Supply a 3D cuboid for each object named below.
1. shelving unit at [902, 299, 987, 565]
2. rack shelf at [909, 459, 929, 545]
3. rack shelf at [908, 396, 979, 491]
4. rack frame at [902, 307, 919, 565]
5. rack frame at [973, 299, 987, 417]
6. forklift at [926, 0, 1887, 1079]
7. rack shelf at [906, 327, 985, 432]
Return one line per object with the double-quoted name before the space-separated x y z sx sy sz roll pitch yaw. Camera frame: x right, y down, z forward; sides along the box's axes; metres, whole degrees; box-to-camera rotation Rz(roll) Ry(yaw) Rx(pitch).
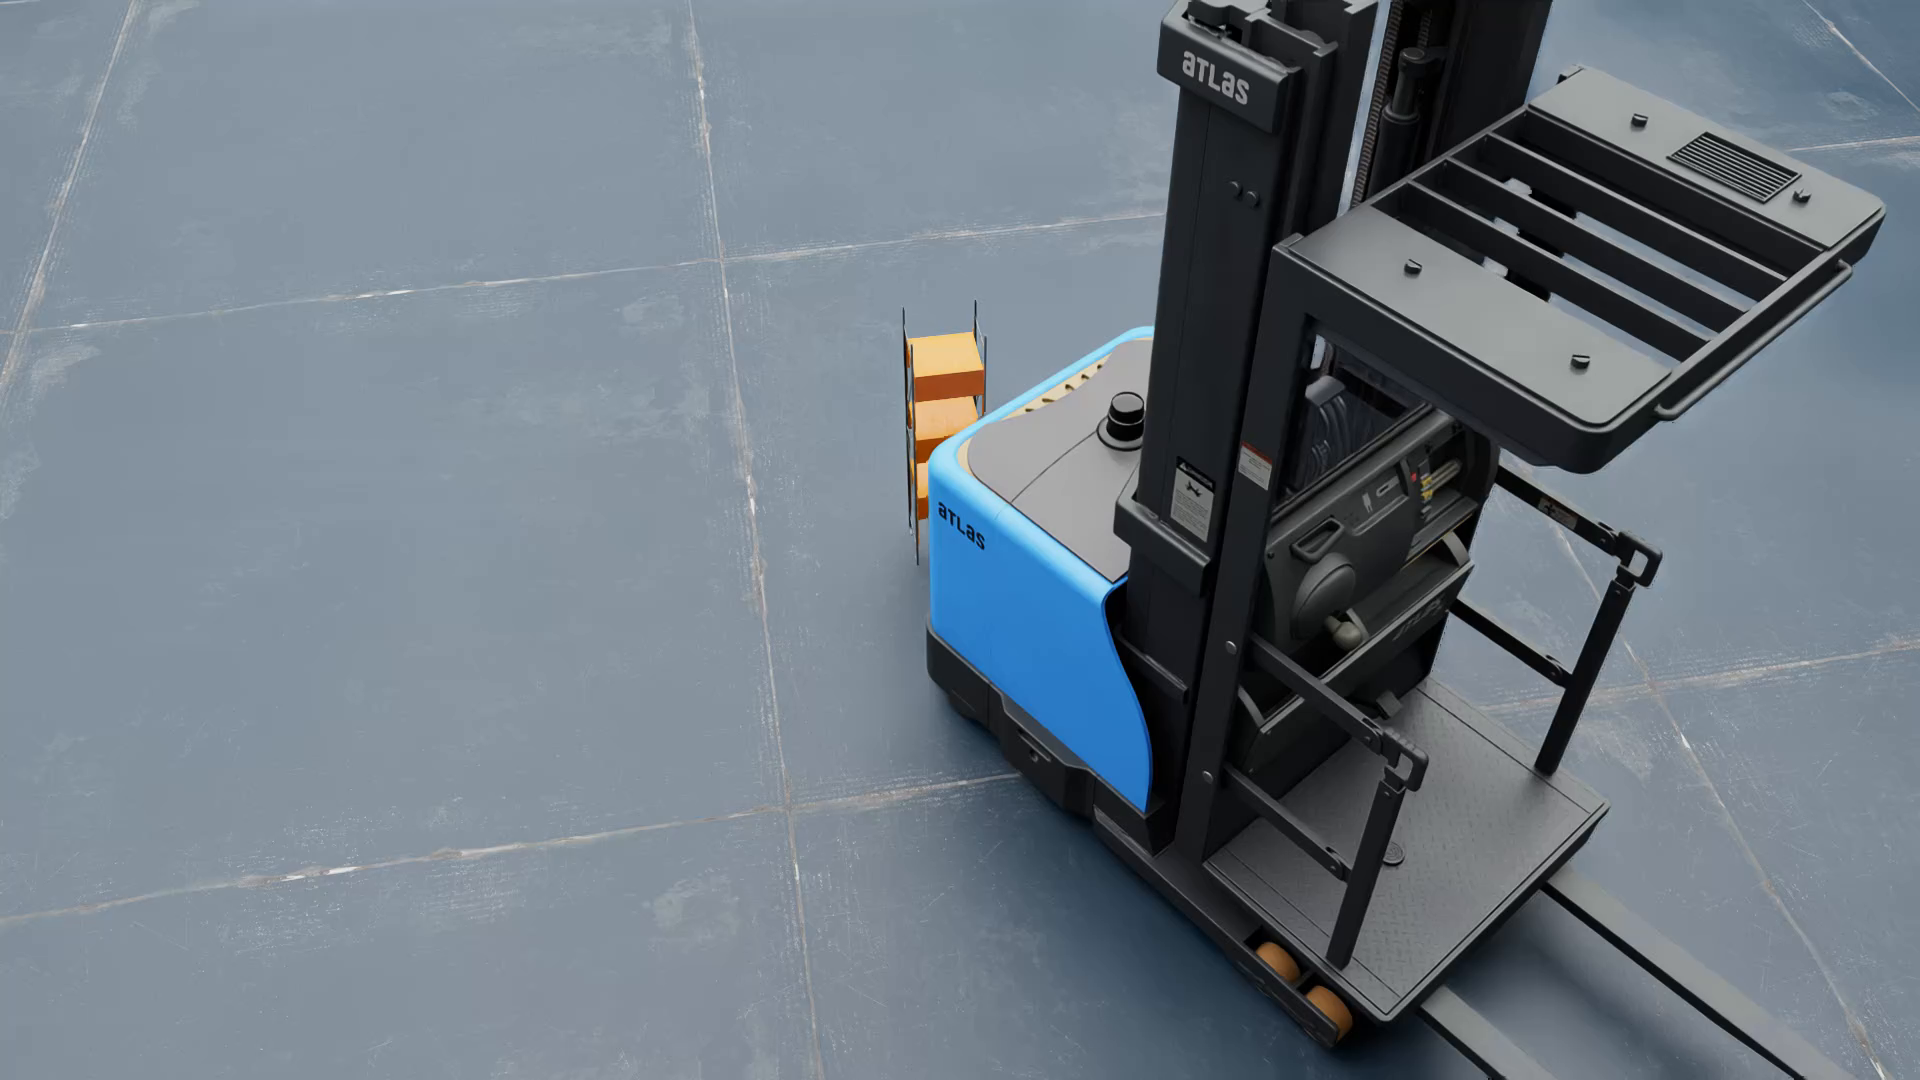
"shelving unit" -0.053 -0.358 5.866 0.252 1.050 0.215 -7 46 -7
"rack shelf" -0.053 -0.158 6.073 0.240 0.259 0.215 -7 46 -7
"rack shelf" -0.053 -0.350 5.873 0.240 0.259 0.215 -7 46 -7
"rack frame" -0.173 -0.343 5.851 0.008 1.050 0.200 -7 46 -7
"rack frame" 0.067 -0.373 5.880 0.008 1.050 0.200 -7 46 -7
"forklift" 1.241 0.025 4.191 1.130 2.935 3.031 -33 54 -27
"rack shelf" -0.053 -0.547 5.669 0.240 0.259 0.215 -7 46 -7
